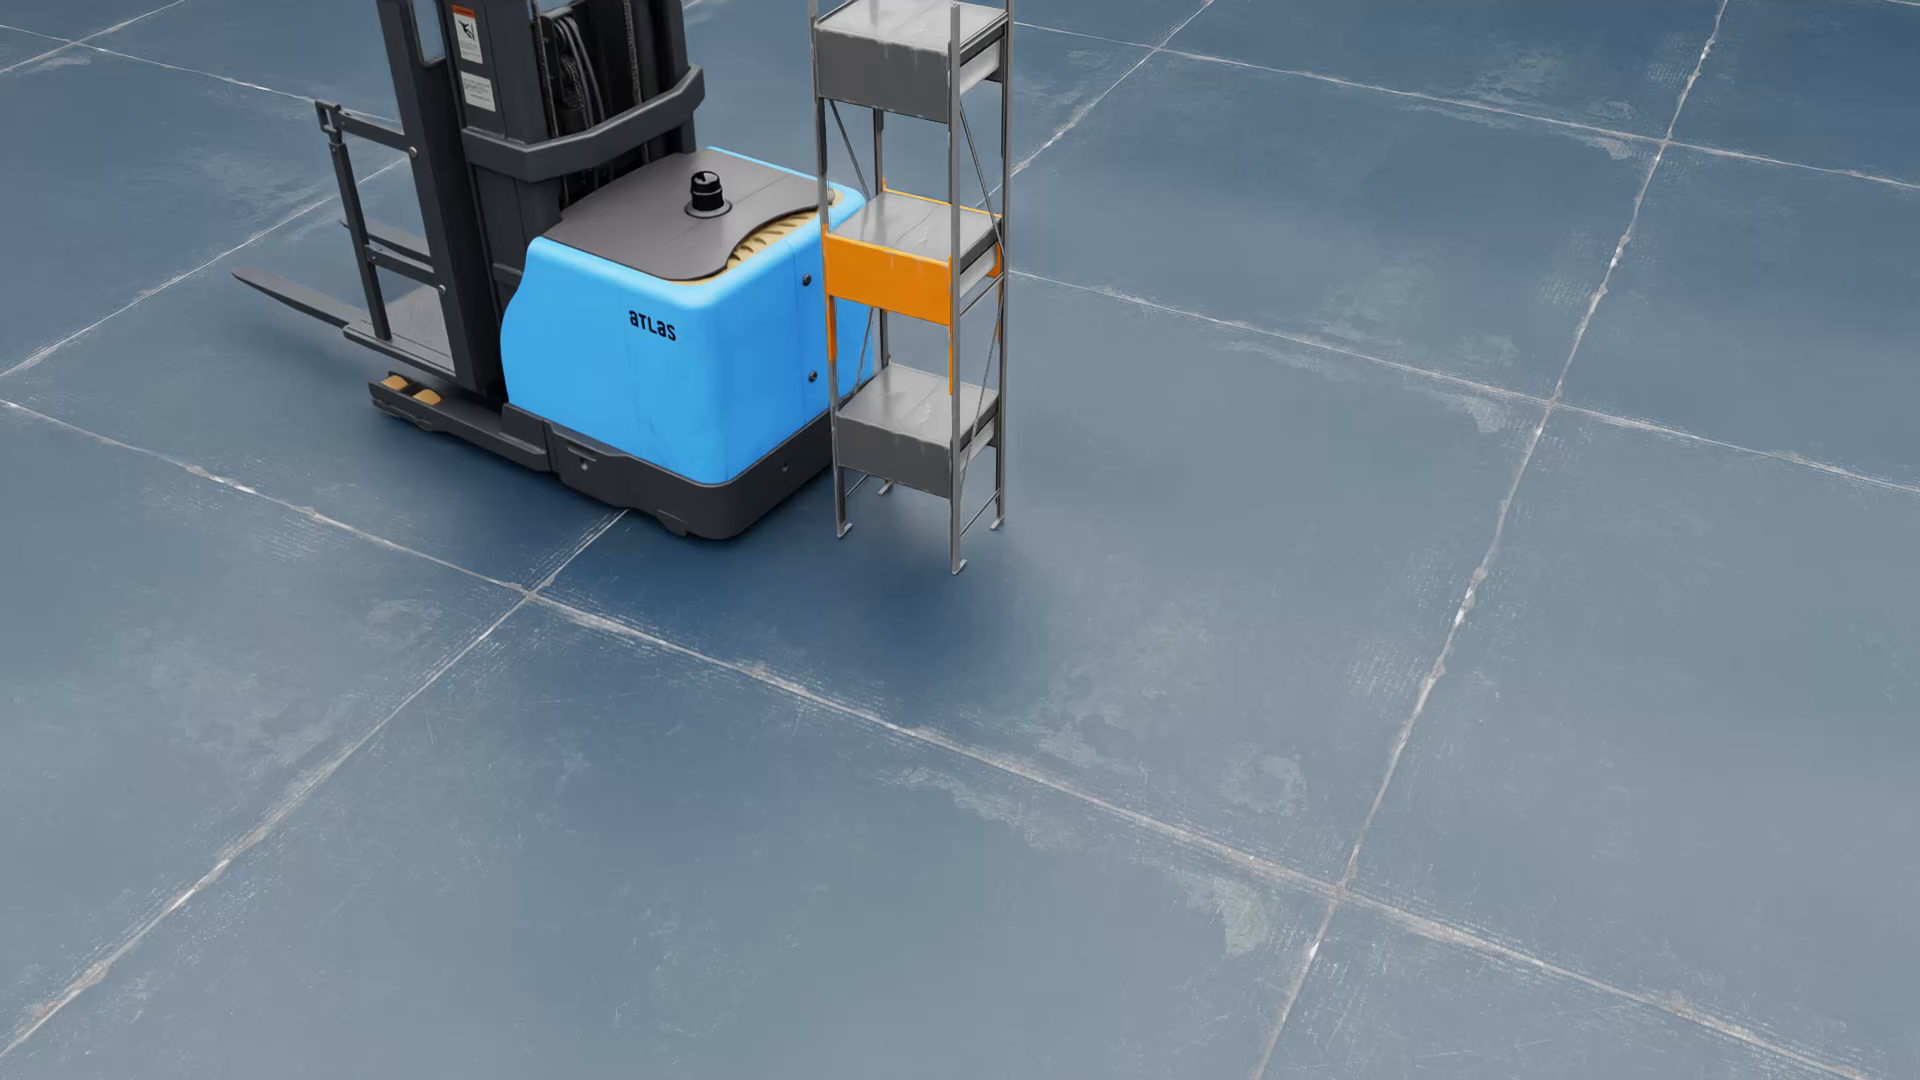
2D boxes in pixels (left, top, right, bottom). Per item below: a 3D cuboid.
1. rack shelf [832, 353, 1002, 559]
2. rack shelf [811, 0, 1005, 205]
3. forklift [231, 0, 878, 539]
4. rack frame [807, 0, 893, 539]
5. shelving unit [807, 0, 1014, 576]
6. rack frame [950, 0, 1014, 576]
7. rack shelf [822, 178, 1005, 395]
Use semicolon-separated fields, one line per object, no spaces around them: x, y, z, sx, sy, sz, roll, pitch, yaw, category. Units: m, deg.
-0.147;-0.314;6.107;0.480;0.518;0.431;17;41;21;rack shelf
-0.147;-1.429;5.261;0.480;0.518;0.431;17;41;21;rack shelf
-1.837;-1.859;6.275;3.031;2.935;1.130;22;42;26;forklift
-0.364;-0.950;5.765;0.015;2.100;0.400;17;41;21;rack frame
-0.147;-0.882;5.676;0.503;2.100;0.431;17;41;21;shelving unit
0.070;-0.815;5.586;0.015;2.100;0.400;17;41;21;rack frame
-0.147;-0.872;5.684;0.480;0.518;0.431;17;41;21;rack shelf
